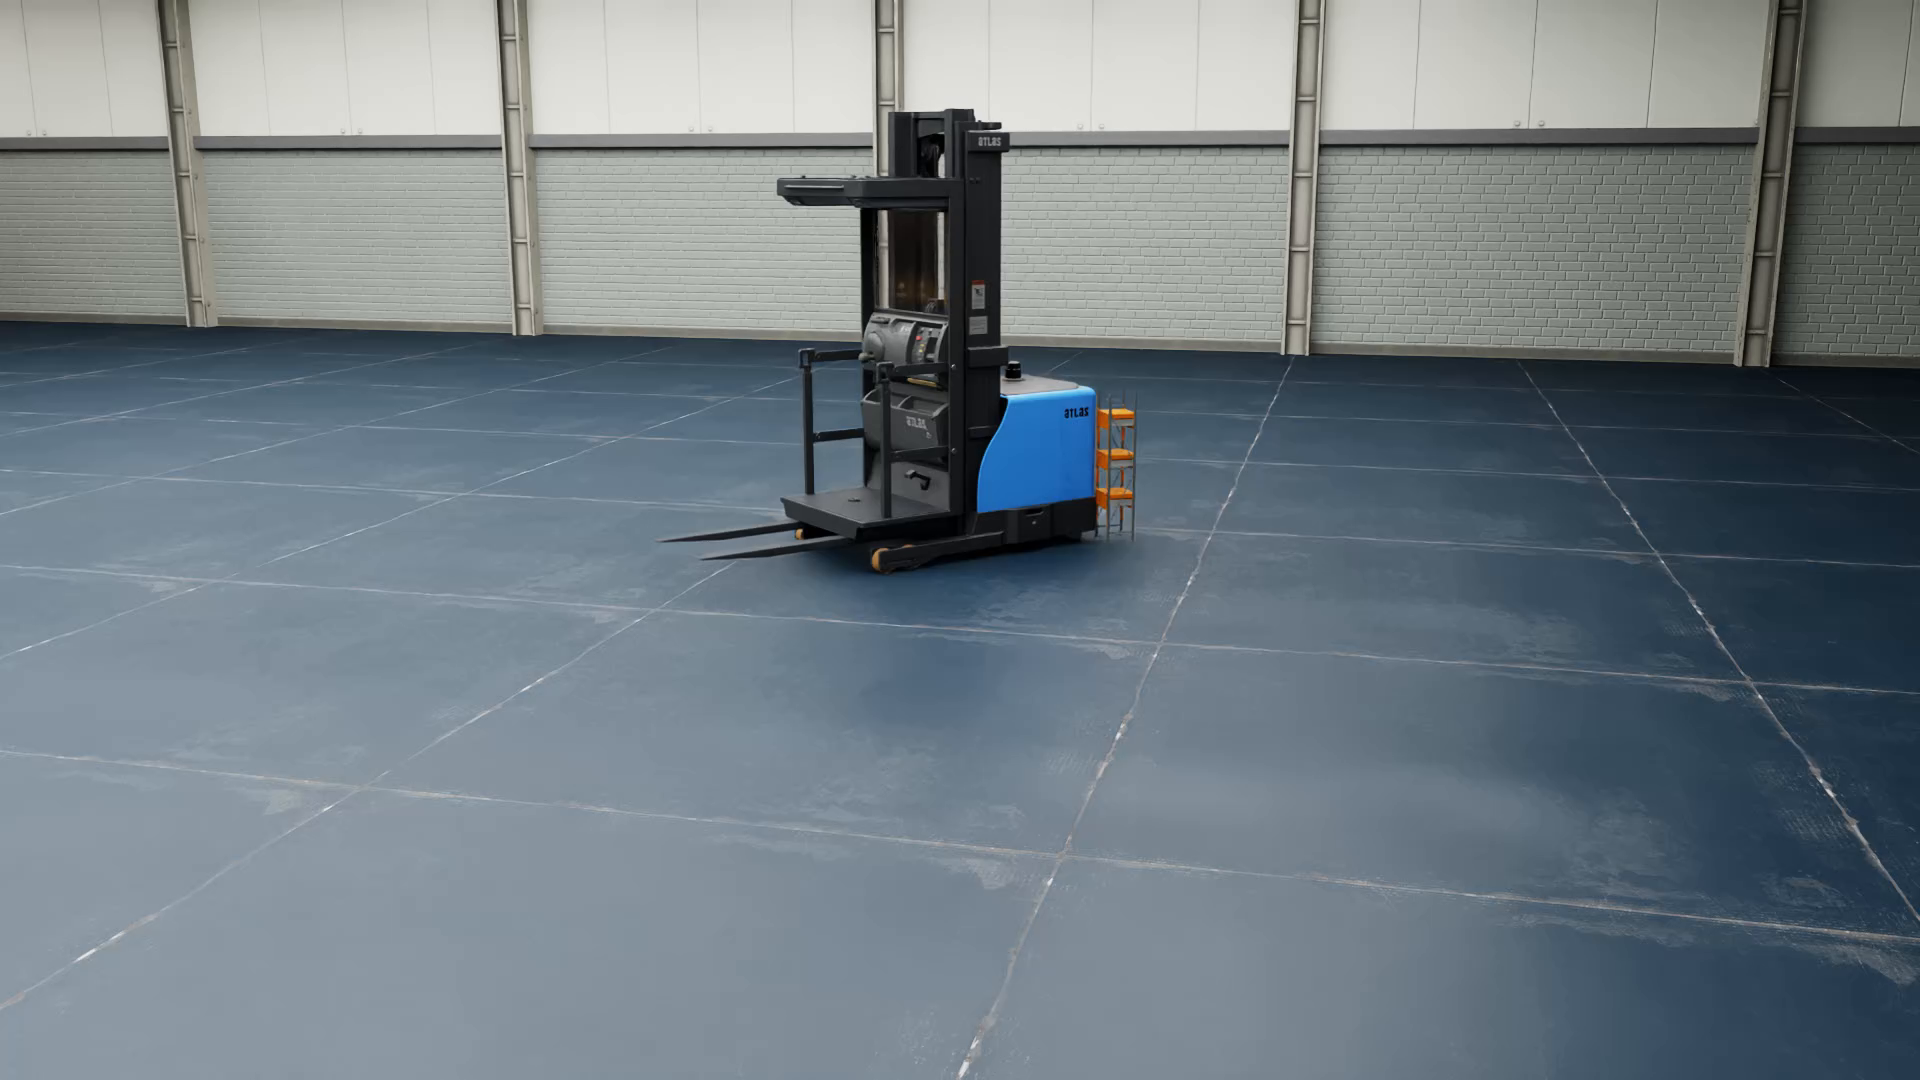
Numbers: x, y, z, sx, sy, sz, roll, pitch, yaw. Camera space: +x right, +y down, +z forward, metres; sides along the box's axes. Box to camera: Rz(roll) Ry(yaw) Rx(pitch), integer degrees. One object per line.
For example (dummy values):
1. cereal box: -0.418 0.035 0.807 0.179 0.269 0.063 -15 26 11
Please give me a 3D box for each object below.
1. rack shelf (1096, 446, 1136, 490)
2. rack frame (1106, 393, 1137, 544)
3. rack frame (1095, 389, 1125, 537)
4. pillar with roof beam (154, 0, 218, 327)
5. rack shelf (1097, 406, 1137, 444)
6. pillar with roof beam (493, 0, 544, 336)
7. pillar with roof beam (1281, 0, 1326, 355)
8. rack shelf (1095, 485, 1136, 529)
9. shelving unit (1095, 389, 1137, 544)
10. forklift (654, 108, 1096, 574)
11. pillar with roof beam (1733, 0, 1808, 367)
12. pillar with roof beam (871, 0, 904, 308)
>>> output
1. rack shelf: 1.092 -0.507 11.644 0.215 0.259 0.240 -3 13 -14
2. rack frame: 1.121 -0.492 11.527 0.200 1.050 0.008 -3 13 -14
3. rack frame: 1.063 -0.543 11.758 0.200 1.050 0.008 -3 13 -14
4. pillar with roof beam: -13.730 -7.074 22.843 0.400 9.000 9.100 3 13 14
5. rack shelf: 1.092 -0.784 11.583 0.215 0.259 0.240 -3 13 -14
6. pillar with roof beam: -7.905 -6.763 21.440 0.400 9.000 9.100 3 13 14
7. pillar with roof beam: 3.746 -6.140 18.633 0.400 9.000 9.100 3 13 14
8. rack shelf: 1.092 -0.236 11.705 0.215 0.259 0.240 -3 13 -14
9. shelving unit: 1.092 -0.517 11.642 0.215 1.050 0.252 -3 13 -14
10. forklift: -0.541 -1.342 11.017 3.031 2.935 1.130 -9 15 -34
11. pillar with roof beam: 9.571 -5.829 17.230 0.400 9.000 9.100 3 13 14
12. pillar with roof beam: -2.079 -6.451 20.036 0.400 9.000 9.100 3 13 14
